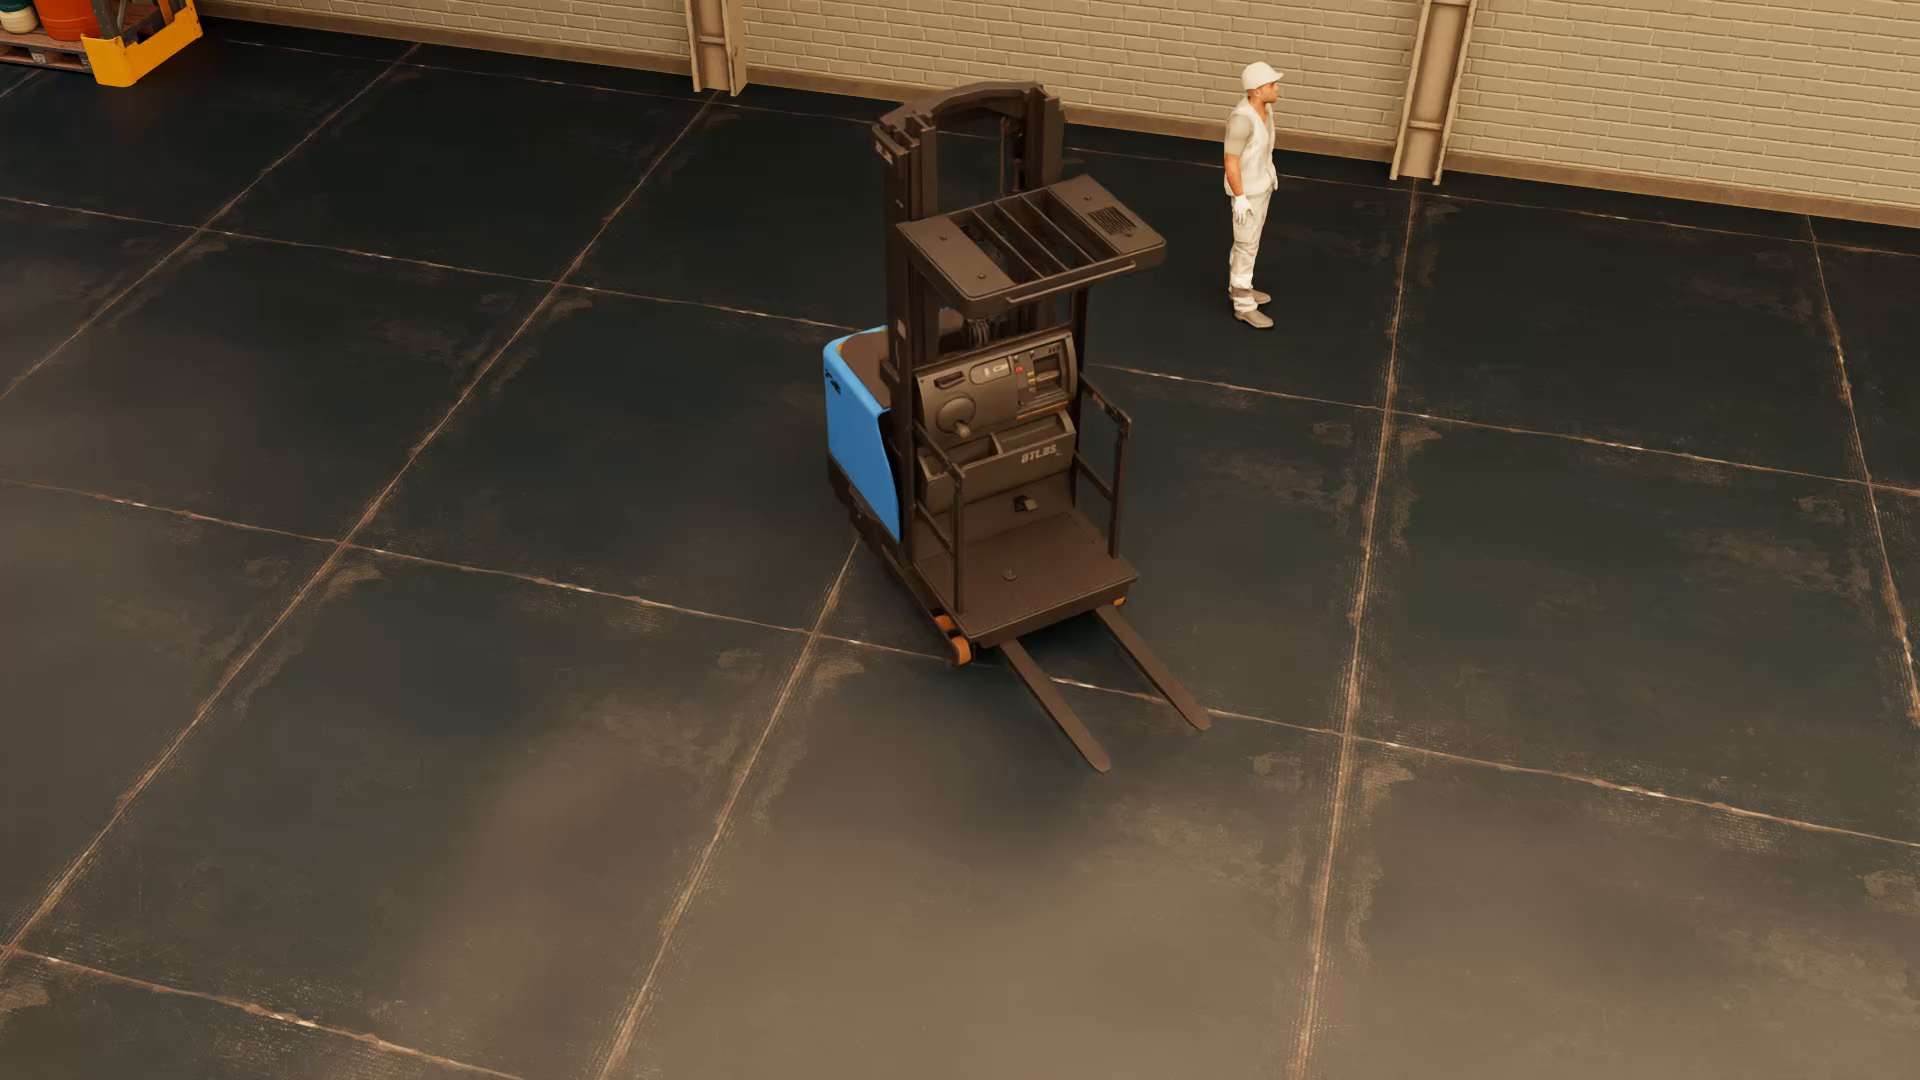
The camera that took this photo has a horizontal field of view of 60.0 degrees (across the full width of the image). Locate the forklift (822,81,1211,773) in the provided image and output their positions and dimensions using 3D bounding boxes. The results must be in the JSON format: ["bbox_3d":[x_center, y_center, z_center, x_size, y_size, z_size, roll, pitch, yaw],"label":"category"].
[{"bbox_3d":[0.306,-0.745,8.711,1.130,2.935,3.031,-19,45,-20],"label":"forklift"}]

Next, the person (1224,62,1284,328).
[{"bbox_3d":[2.077,-2.398,11.453,0.565,1.788,0.640,19,45,20],"label":"person"}]
